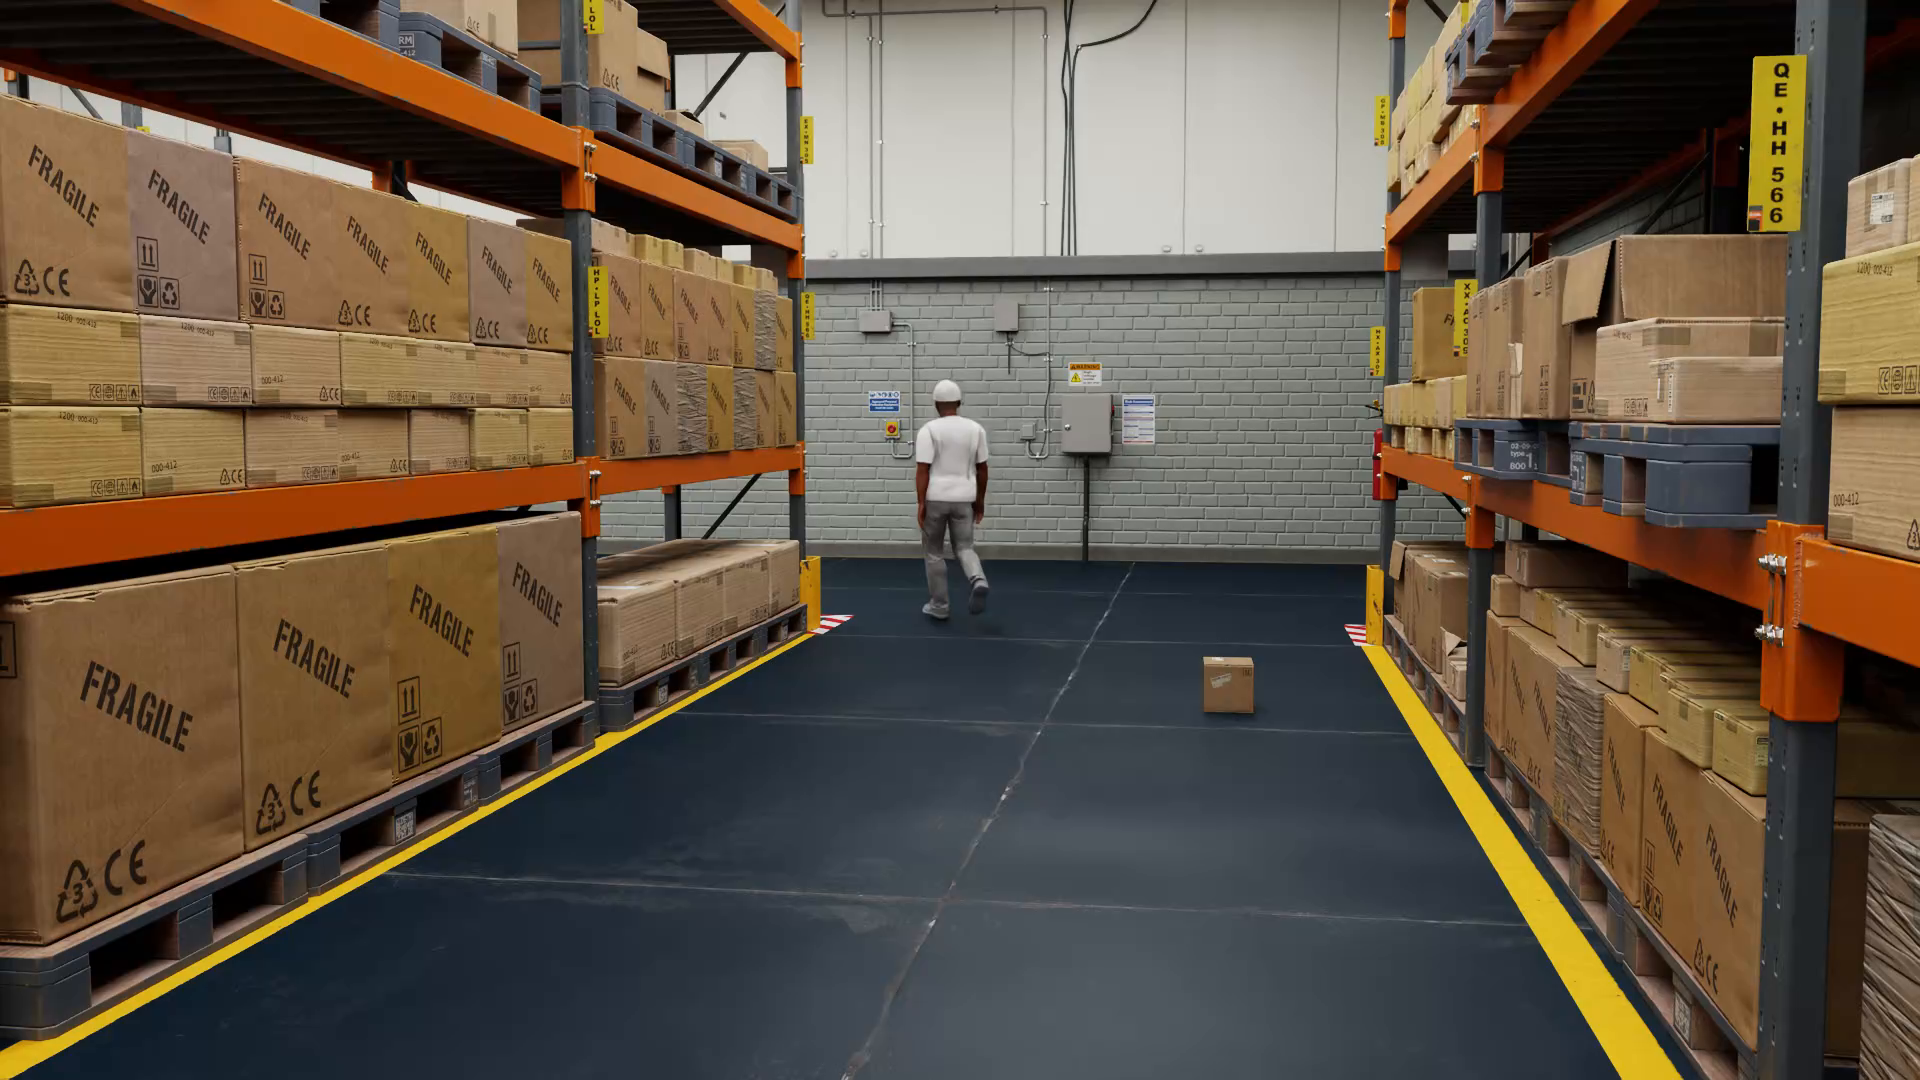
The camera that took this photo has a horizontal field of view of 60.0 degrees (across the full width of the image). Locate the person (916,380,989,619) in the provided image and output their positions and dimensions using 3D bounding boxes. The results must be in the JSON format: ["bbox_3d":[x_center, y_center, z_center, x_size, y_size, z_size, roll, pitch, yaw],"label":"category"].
[{"bbox_3d":[-0.054,-0.285,12.054,0.576,1.747,0.799,-2,5,-20],"label":"person"}]
